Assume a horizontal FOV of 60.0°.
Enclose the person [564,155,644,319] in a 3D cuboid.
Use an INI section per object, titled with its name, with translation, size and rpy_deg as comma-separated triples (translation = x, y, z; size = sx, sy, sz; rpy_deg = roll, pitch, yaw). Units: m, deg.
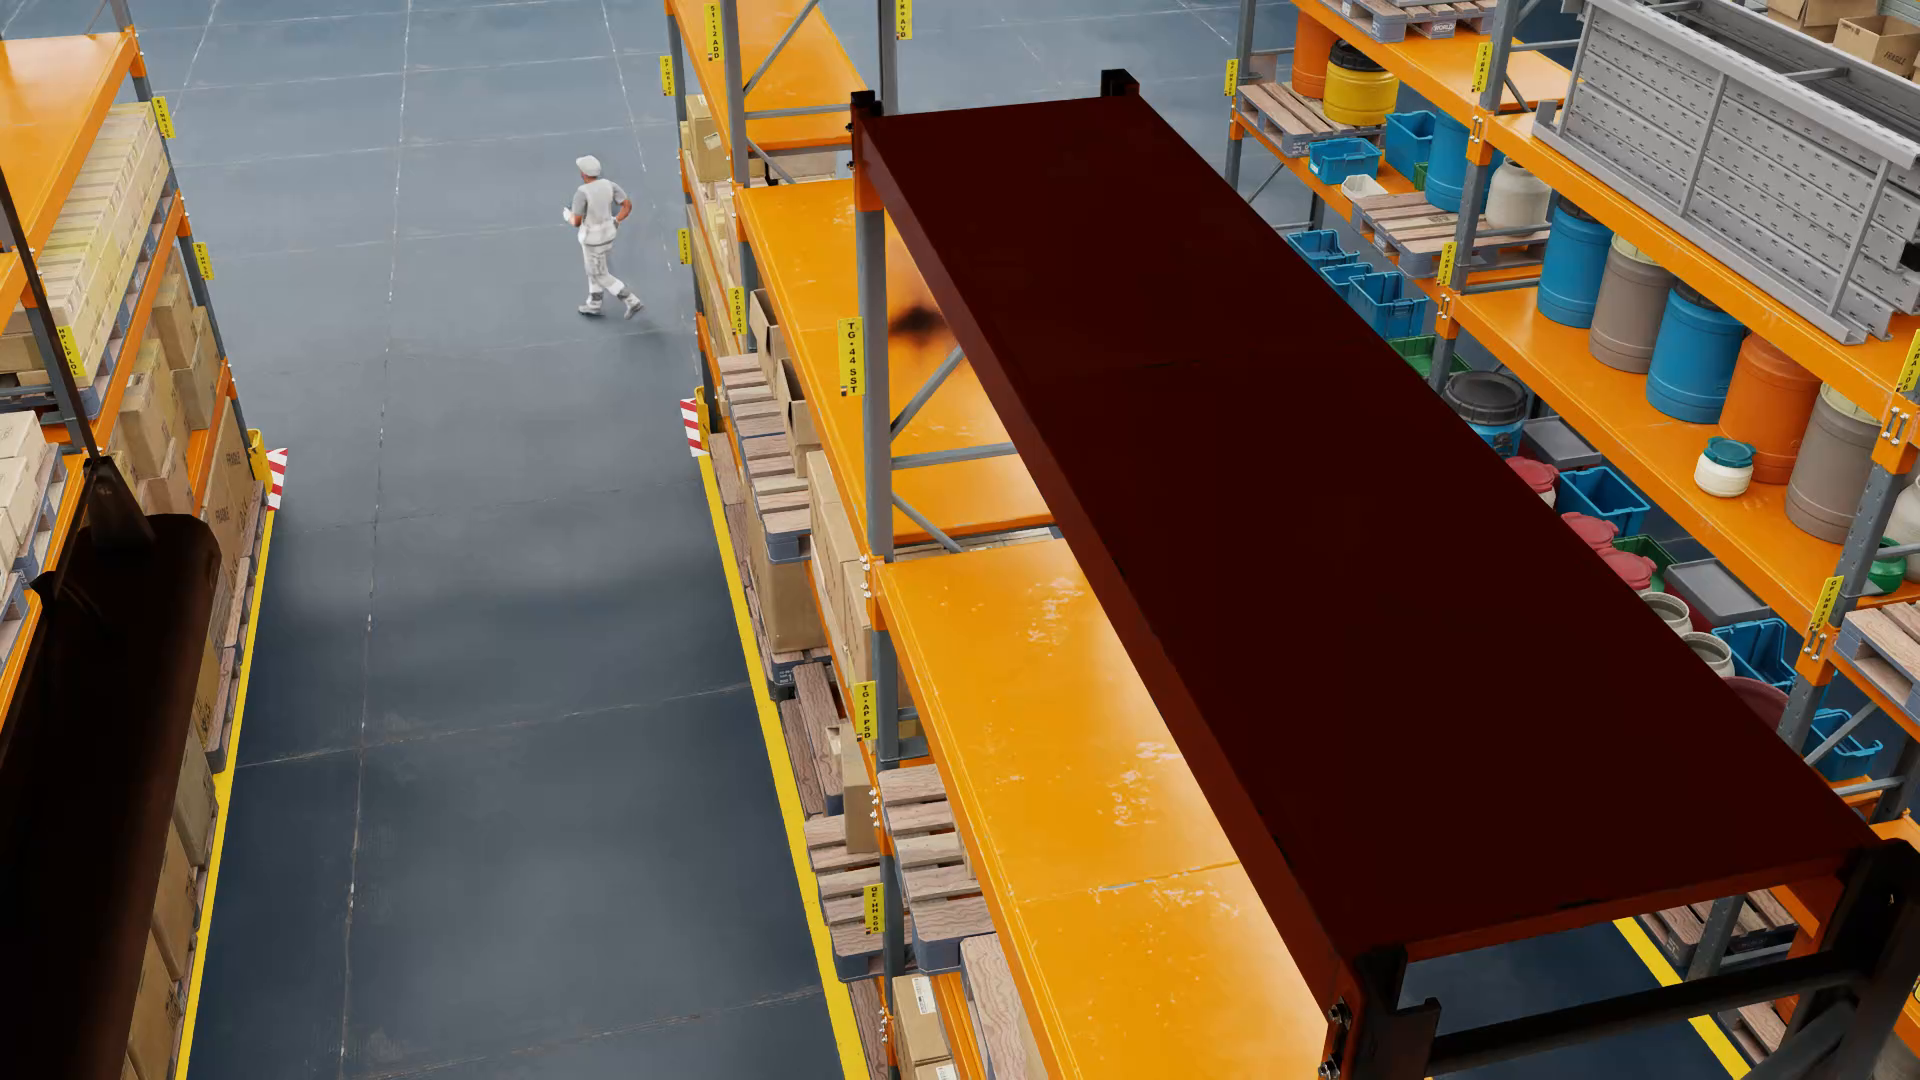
[person]
translation = -3.672, -3.034, 16.940
size = 0.922, 1.795, 0.638
rpy_deg = 19, 39, 26
